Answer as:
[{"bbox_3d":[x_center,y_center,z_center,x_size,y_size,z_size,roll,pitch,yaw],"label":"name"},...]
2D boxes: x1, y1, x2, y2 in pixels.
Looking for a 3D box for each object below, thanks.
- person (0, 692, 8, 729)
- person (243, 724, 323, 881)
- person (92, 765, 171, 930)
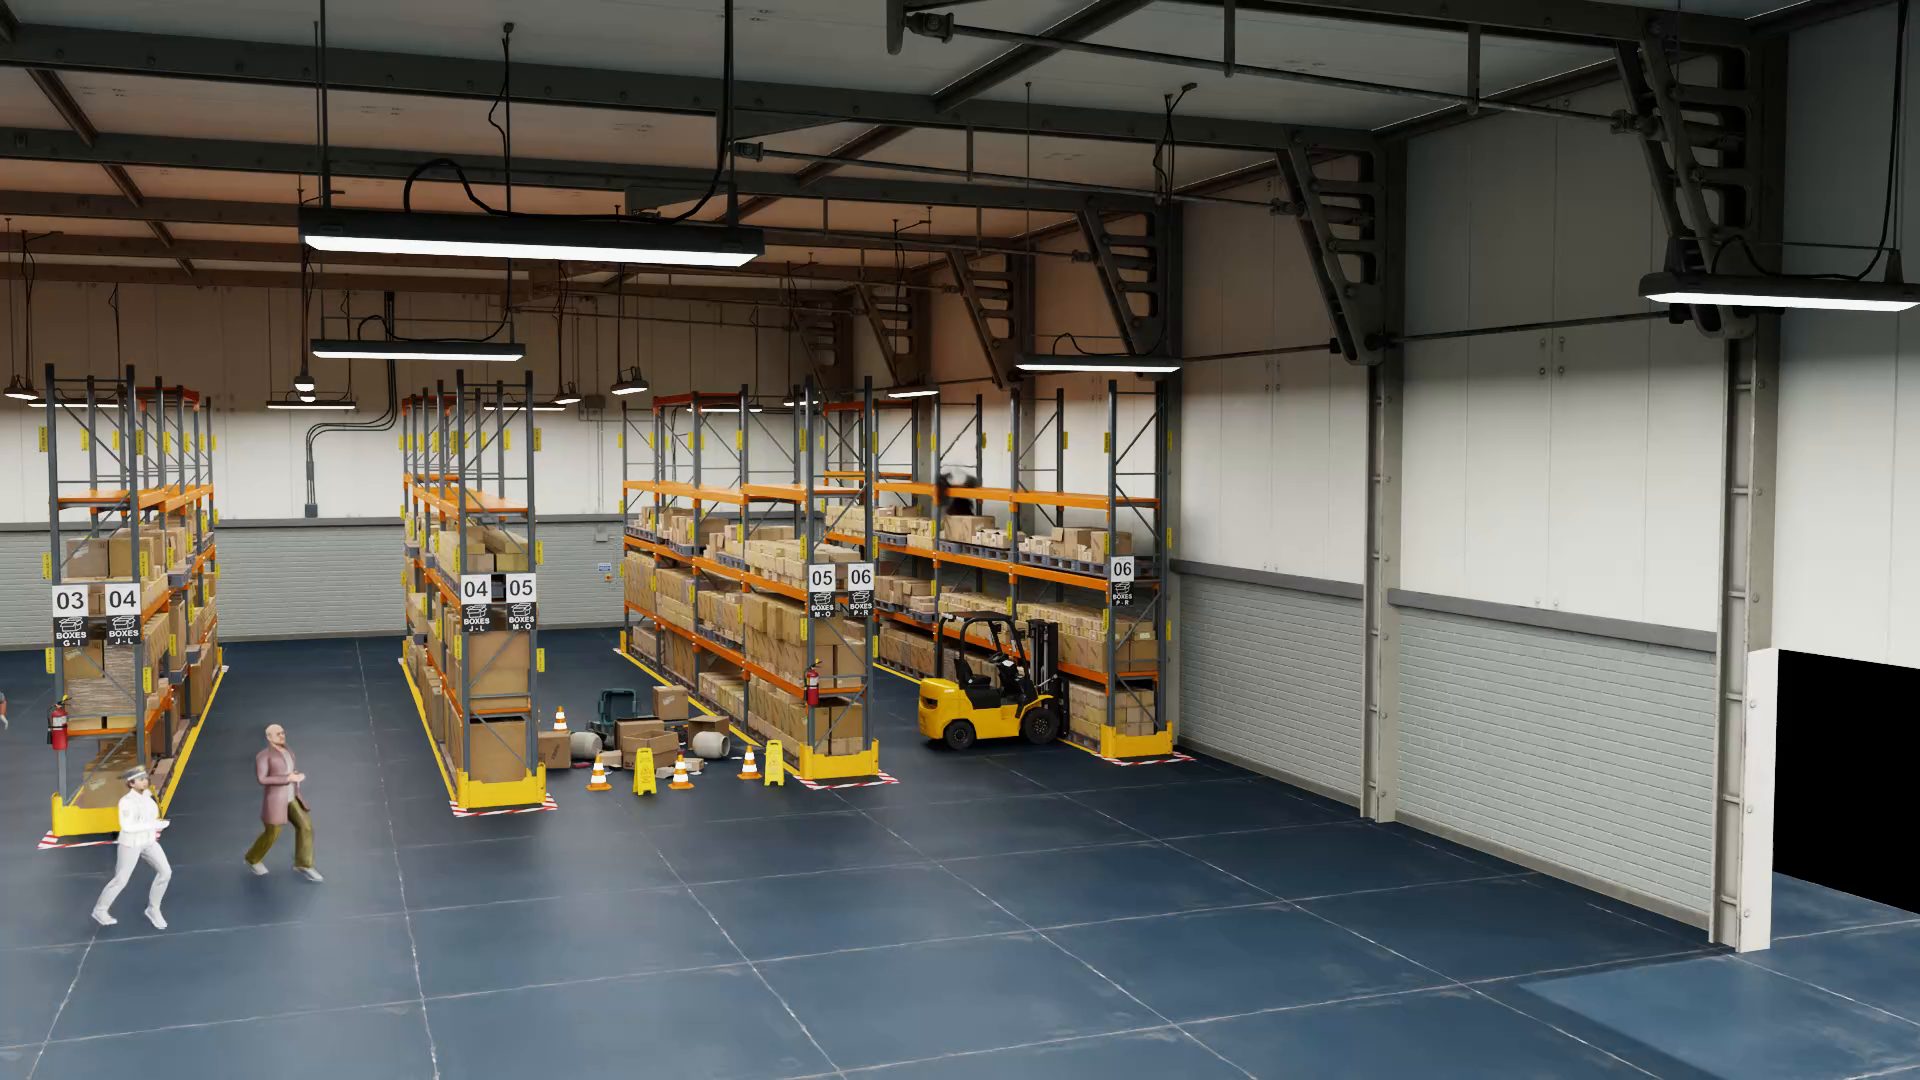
[{"bbox_3d":[-13.732,2.726,23.339,0.651,1.834,0.855,-2,4,-29],"label":"person"},{"bbox_3d":[-7.785,3.009,19.073,0.963,1.815,0.725,1,4,21],"label":"person"},{"bbox_3d":[-8.482,3.160,17.122,0.866,1.725,0.622,1,3,13],"label":"person"}]
